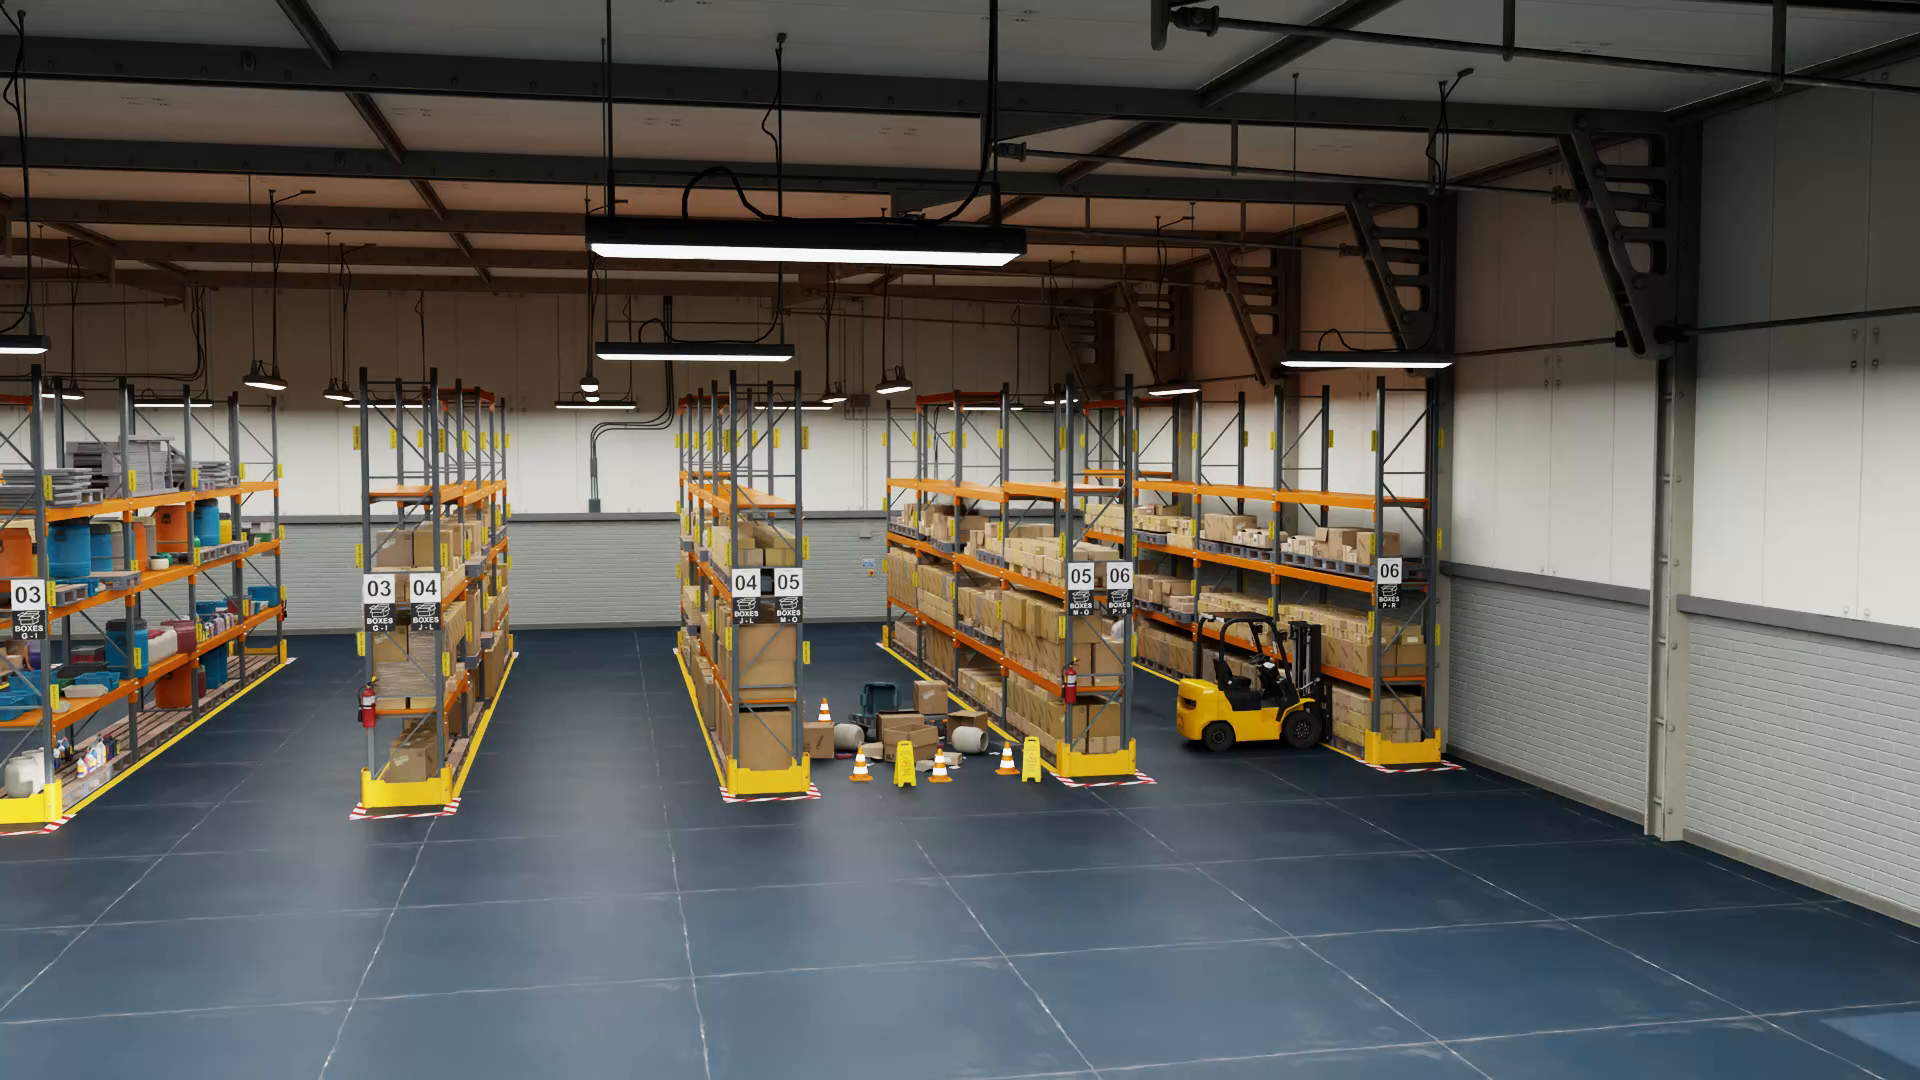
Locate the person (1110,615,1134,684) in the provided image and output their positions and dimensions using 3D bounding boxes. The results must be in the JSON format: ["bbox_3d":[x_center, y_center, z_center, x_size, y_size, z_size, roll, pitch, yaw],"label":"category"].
[{"bbox_3d":[3.080,2.128,32.018,0.540,1.715,0.732,-1,4,-19],"label":"person"}]

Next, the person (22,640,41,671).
[{"bbox_3d":[-17.593,2.314,31.545,0.623,1.627,0.467,-2,4,-33],"label":"person"}]
